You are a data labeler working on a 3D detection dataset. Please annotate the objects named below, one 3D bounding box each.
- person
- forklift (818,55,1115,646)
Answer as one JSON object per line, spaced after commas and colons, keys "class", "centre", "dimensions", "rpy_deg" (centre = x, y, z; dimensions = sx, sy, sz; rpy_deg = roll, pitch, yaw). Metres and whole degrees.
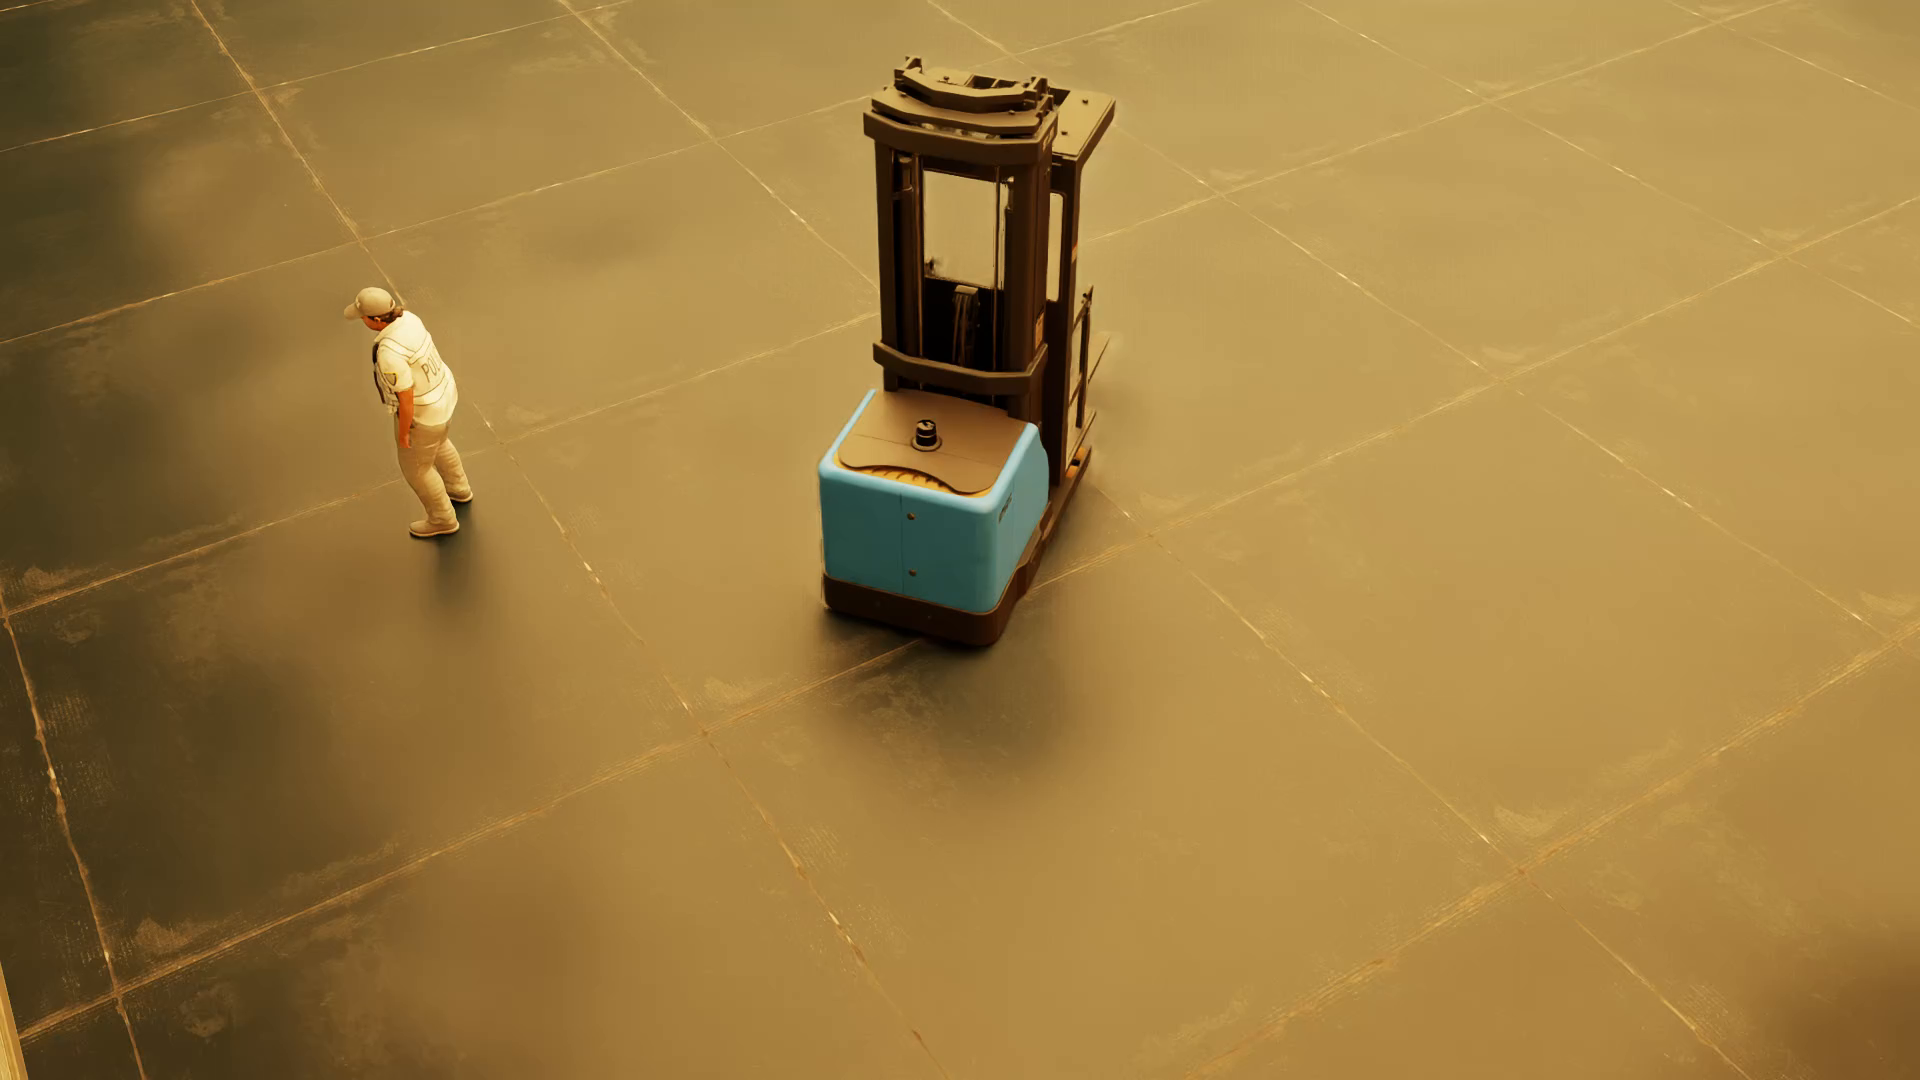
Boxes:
{"class": "person", "centre": [-3.184, -0.775, 9.722], "dimensions": [0.467, 1.665, 0.557], "rpy_deg": [2, 41, 2]}
{"class": "forklift", "centre": [0.193, -1.492, 9.578], "dimensions": [1.130, 2.935, 3.031], "rpy_deg": [13, 43, 15]}
